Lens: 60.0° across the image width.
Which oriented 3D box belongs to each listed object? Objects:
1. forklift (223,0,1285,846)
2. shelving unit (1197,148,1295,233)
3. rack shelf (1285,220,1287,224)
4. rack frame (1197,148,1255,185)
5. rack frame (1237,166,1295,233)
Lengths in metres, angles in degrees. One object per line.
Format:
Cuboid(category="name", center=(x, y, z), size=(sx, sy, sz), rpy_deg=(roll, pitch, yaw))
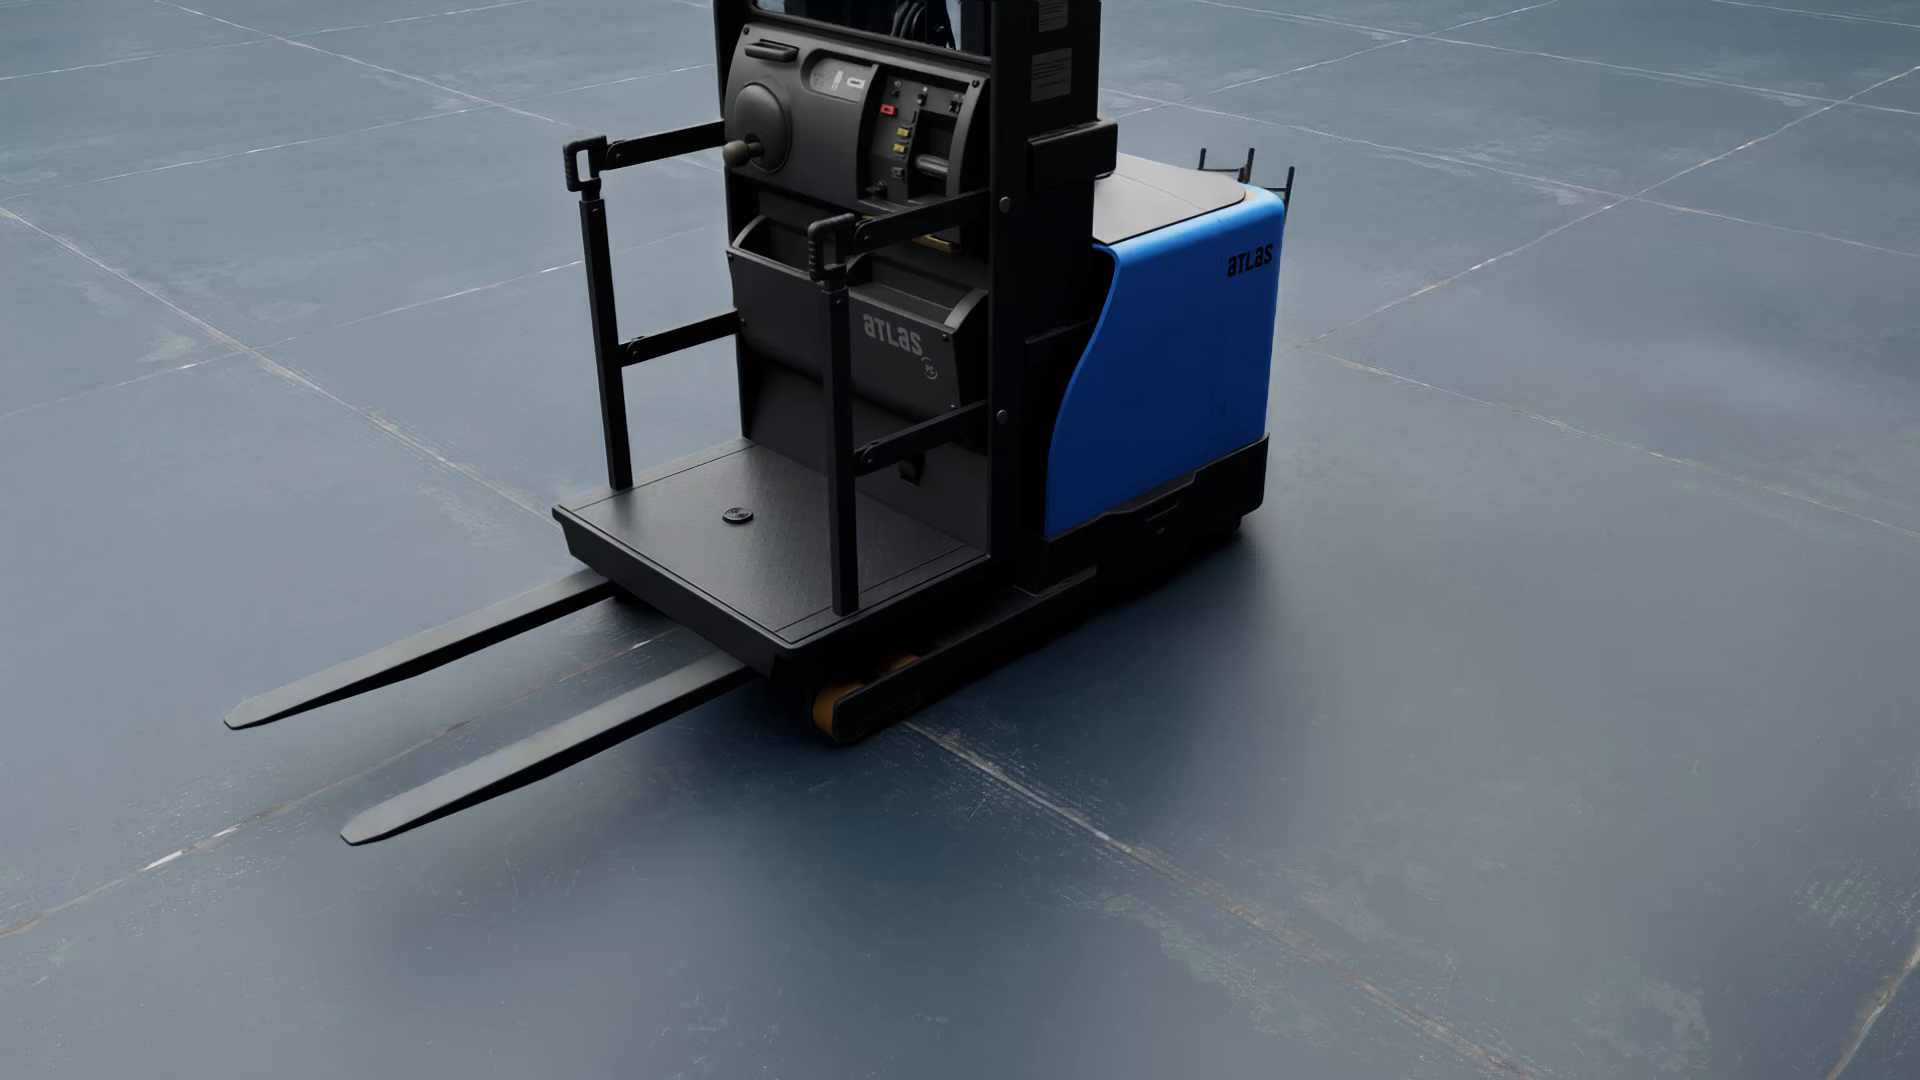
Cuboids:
Cuboid(category="forklift", center=(-0.437, -1.052, 4.101), size=(3.031, 2.935, 1.130), rpy_deg=(-24, 36, -38))
Cuboid(category="shelving unit", center=(0.870, -0.749, 5.526), size=(0.215, 1.050, 0.252), rpy_deg=(-6, 28, -22))
Cuboid(category="rack shelf", center=(0.894, -0.994, 5.408), size=(0.215, 0.259, 0.240), rpy_deg=(-6, 28, -22))
Cuboid(category="rack frame", center=(0.824, -0.801, 5.627), size=(0.200, 1.050, 0.008), rpy_deg=(-6, 28, -22))
Cuboid(category="rack frame", center=(0.915, -0.696, 5.426), size=(0.200, 1.050, 0.008), rpy_deg=(-6, 28, -22))
